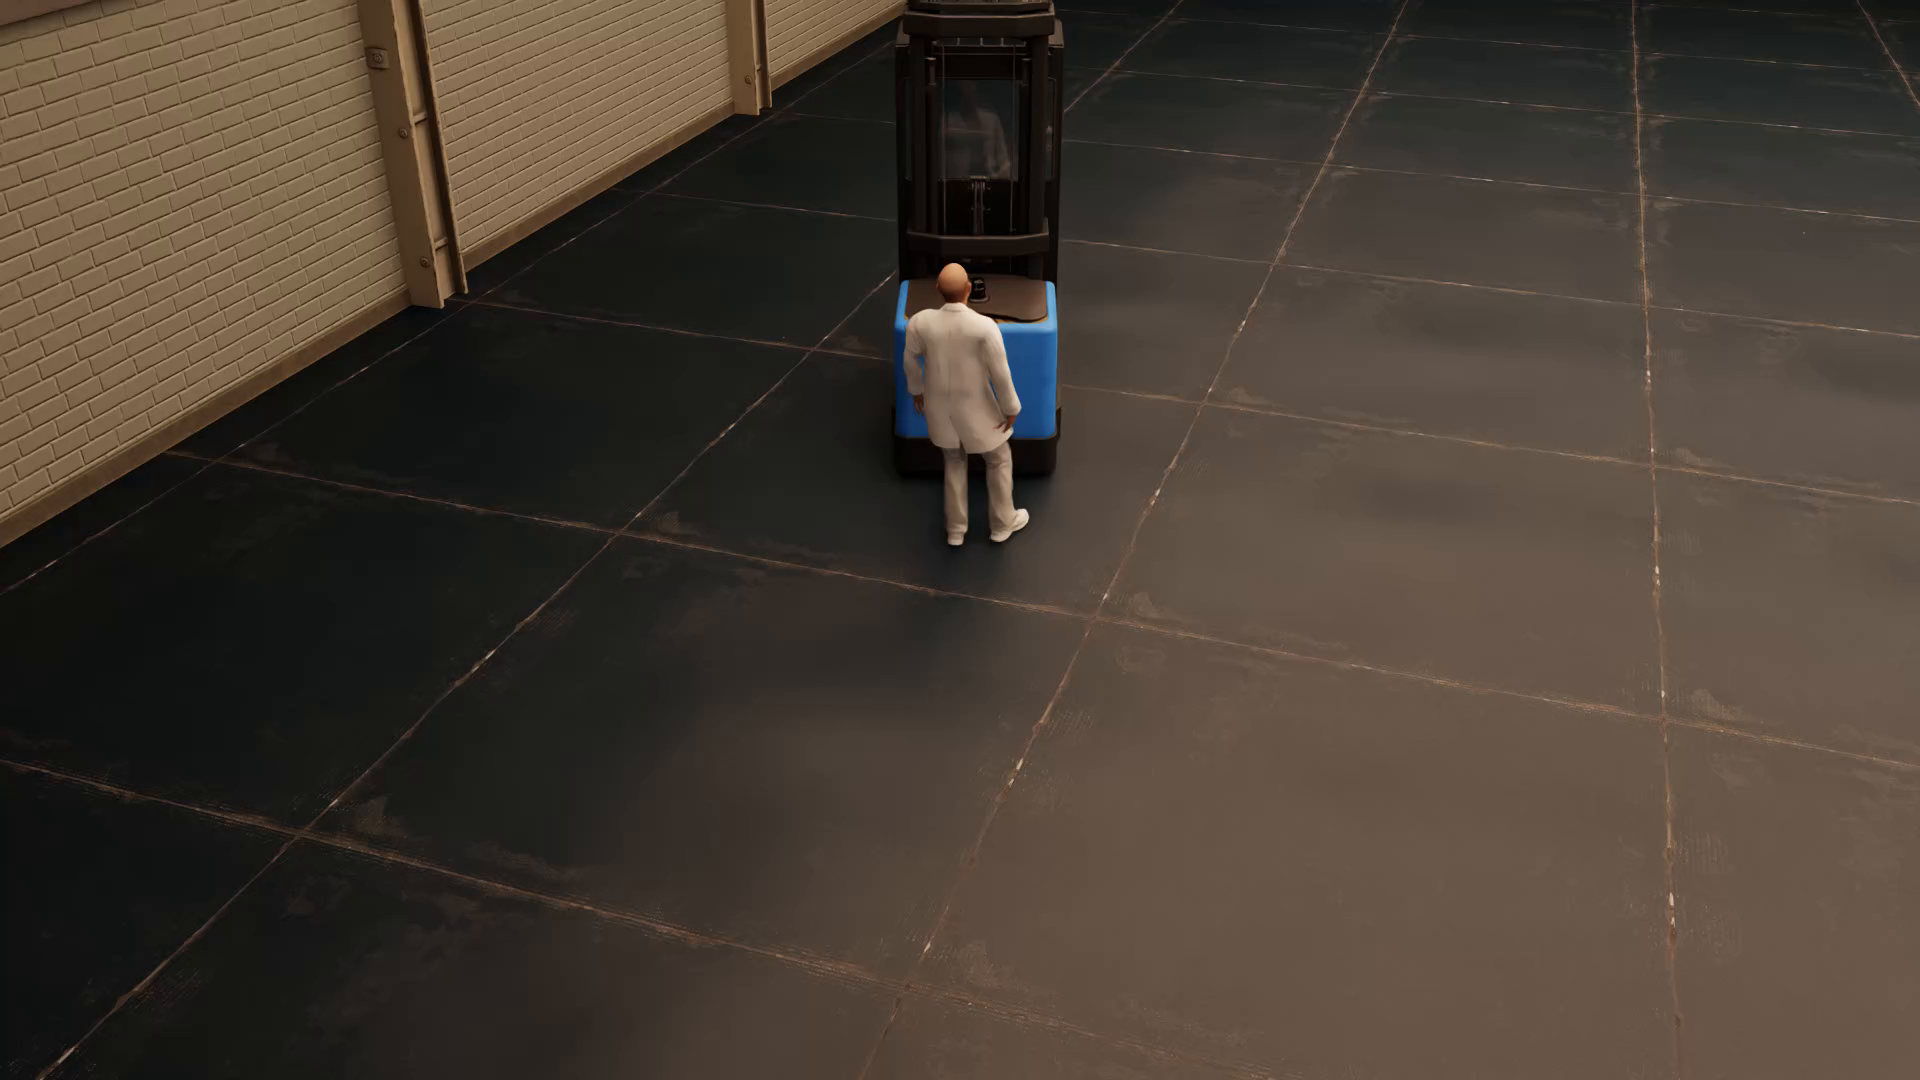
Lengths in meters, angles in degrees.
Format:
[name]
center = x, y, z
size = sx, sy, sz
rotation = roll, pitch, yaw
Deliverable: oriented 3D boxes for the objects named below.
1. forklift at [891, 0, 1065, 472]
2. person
[forklift]
center = 0.130, -2.400, 11.346
size = 1.130, 2.935, 3.031
rotation = 1, 30, 1
[person]
center = 0.045, -0.822, 9.774
size = 0.725, 1.768, 0.573
rotation = 11, 32, 19
